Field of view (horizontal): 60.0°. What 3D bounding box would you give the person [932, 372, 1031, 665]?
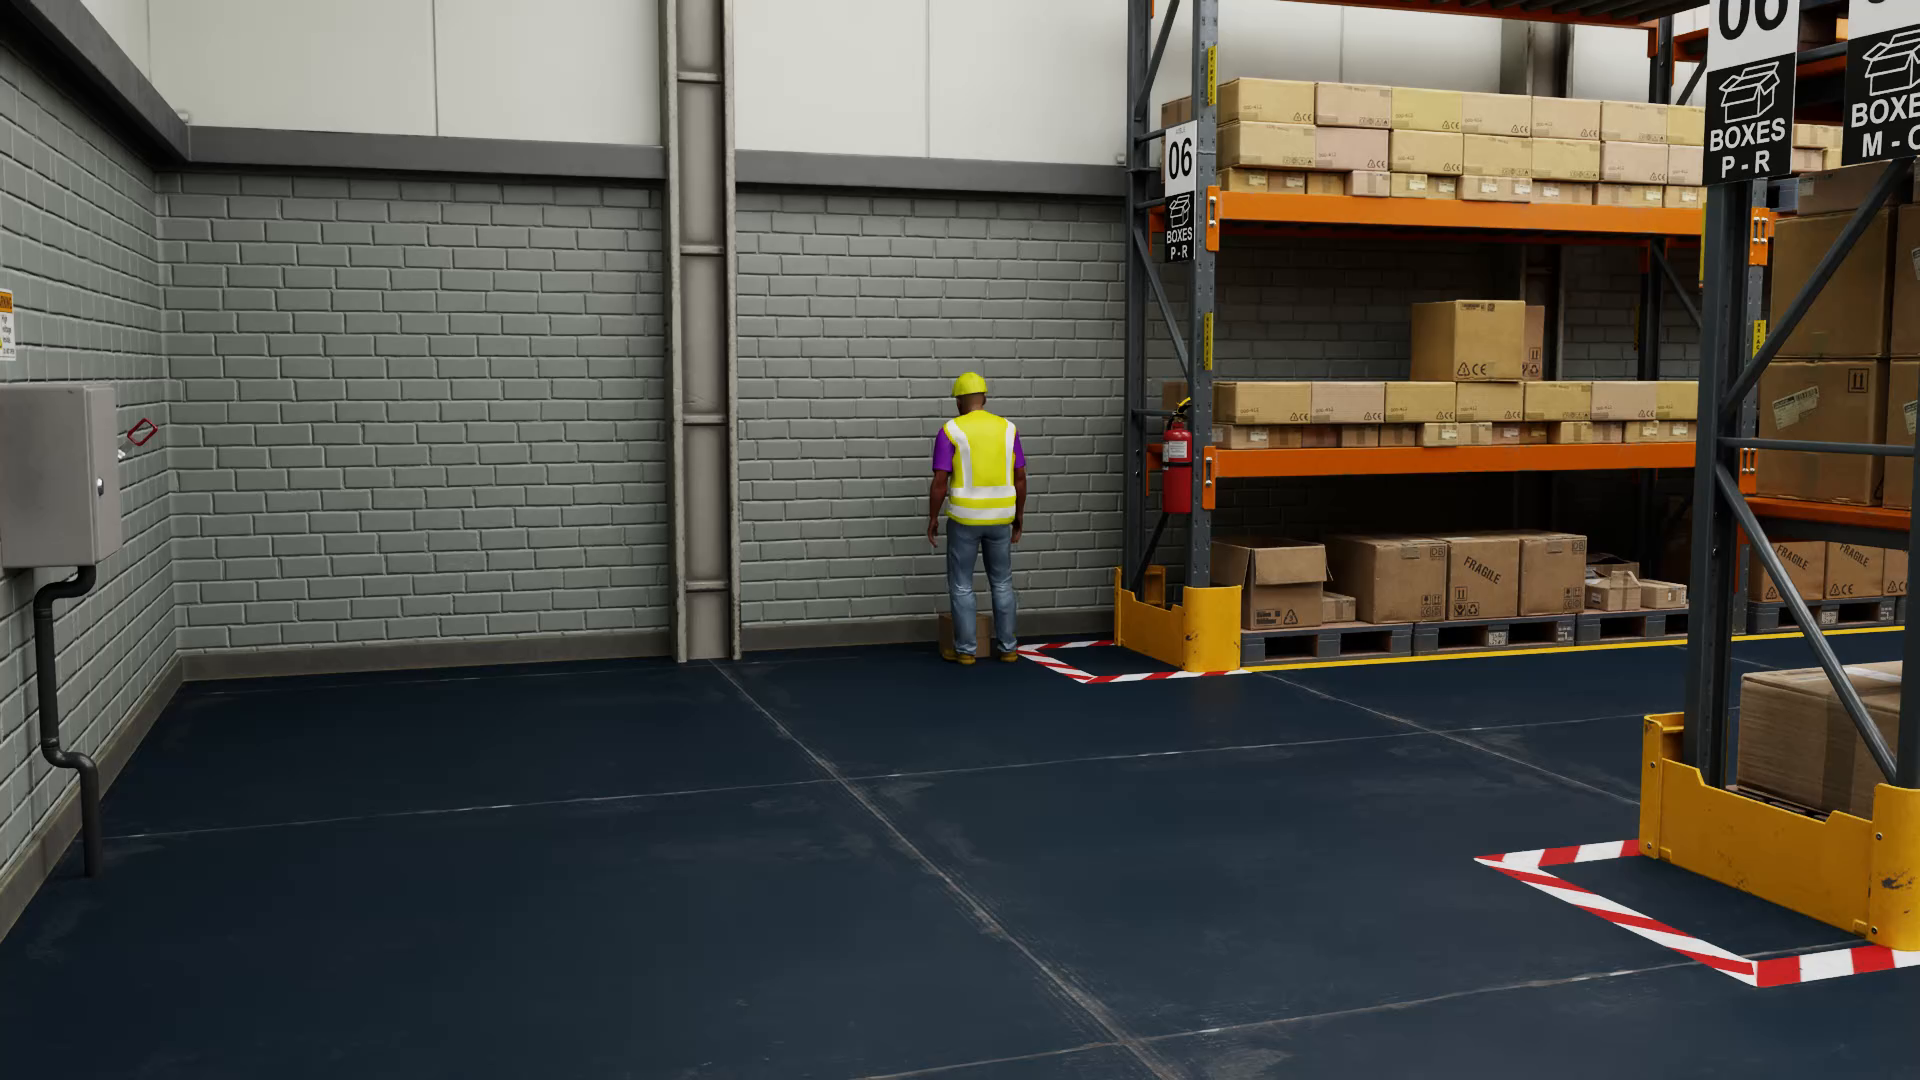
[{"bbox_3d":[0.123,-0.135,10.092,0.625,1.760,0.460,-2,6,-19],"label":"person"}]
